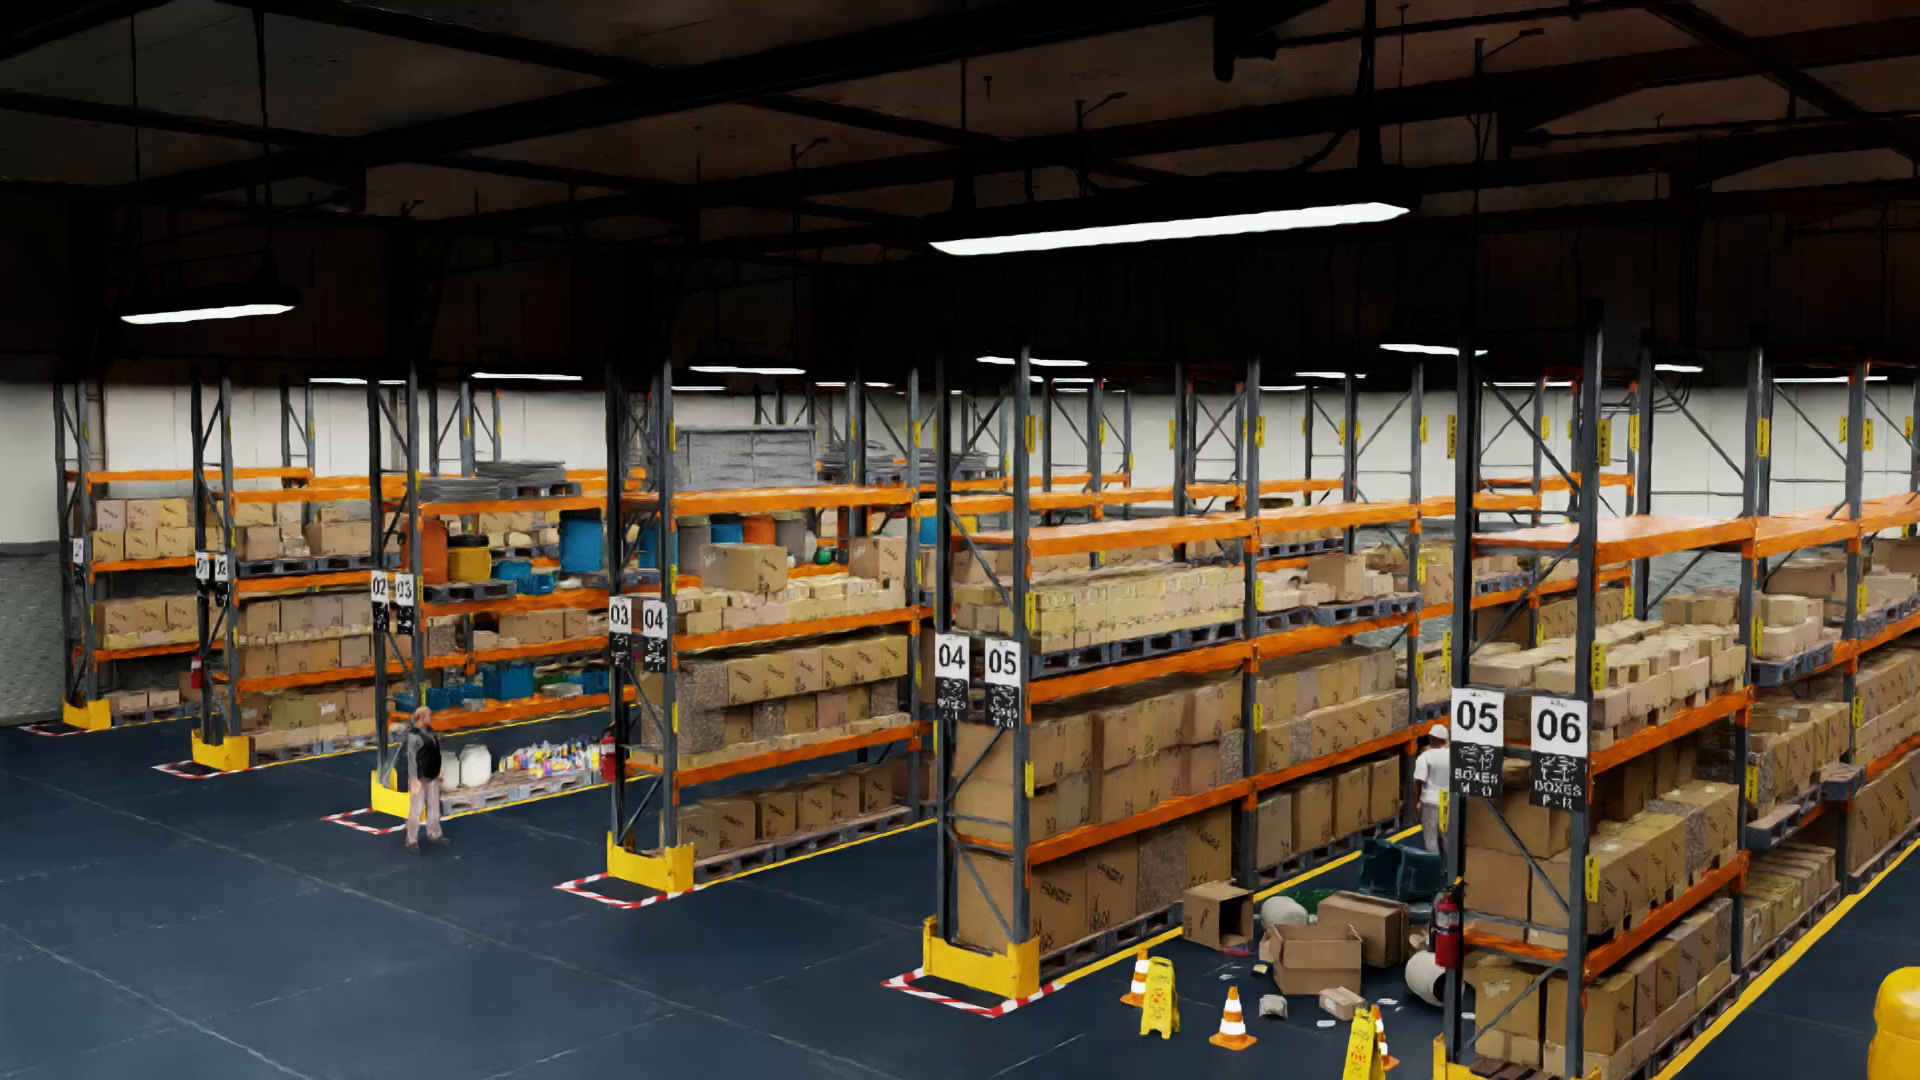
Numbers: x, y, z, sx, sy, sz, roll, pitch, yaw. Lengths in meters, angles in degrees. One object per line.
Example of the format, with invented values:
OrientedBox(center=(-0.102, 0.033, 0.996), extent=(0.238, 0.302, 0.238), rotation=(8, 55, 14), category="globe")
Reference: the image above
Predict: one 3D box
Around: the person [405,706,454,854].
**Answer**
OrientedBox(center=(-6.388, 2.848, 19.937), extent=(0.463, 1.731, 0.598), rotation=(1, 4, 12), category="person")

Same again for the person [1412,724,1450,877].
OrientedBox(center=(5.294, 2.925, 18.604), extent=(0.625, 1.765, 0.497), rotation=(-1, 4, -19), category="person")
